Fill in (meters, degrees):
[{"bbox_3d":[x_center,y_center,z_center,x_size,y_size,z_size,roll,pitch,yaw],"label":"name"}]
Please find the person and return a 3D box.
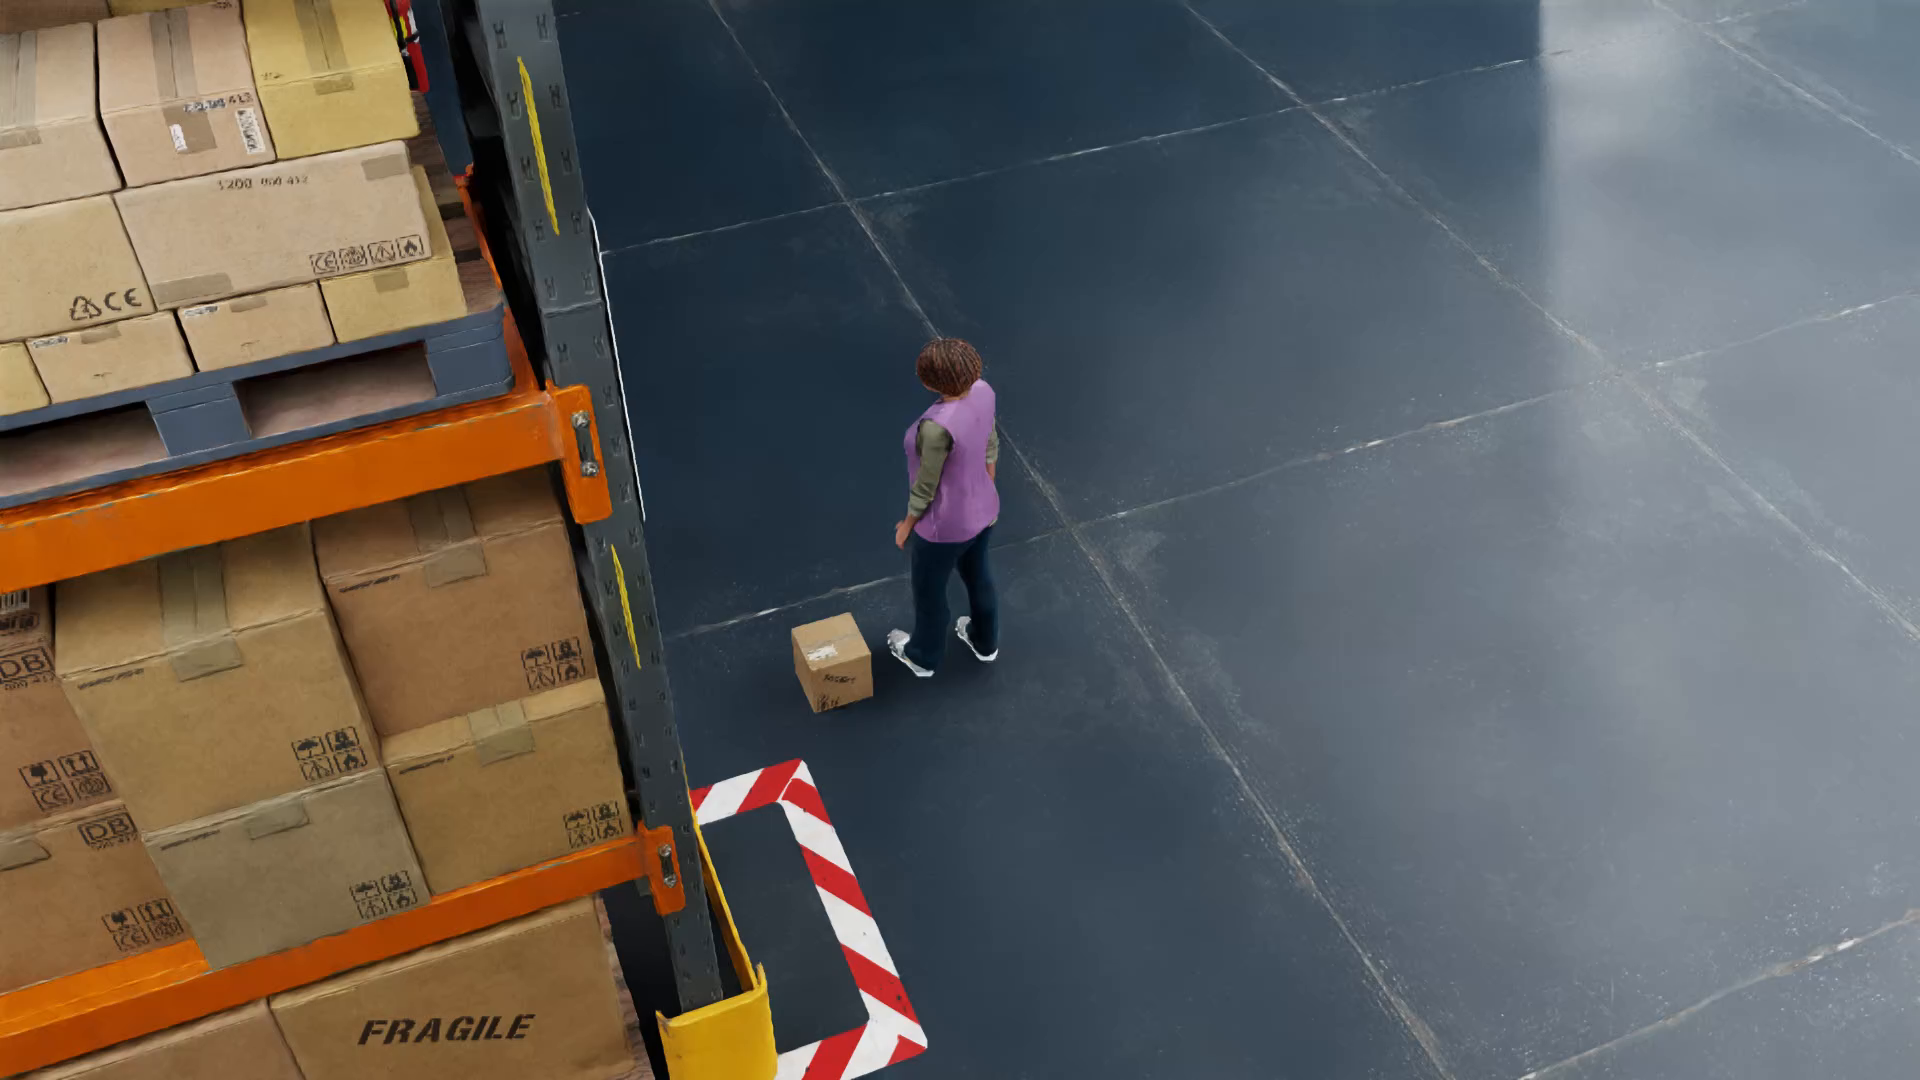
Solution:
[{"bbox_3d":[-0.058,-0.119,6.275,0.454,1.592,0.461,24,47,24],"label":"person"}]
